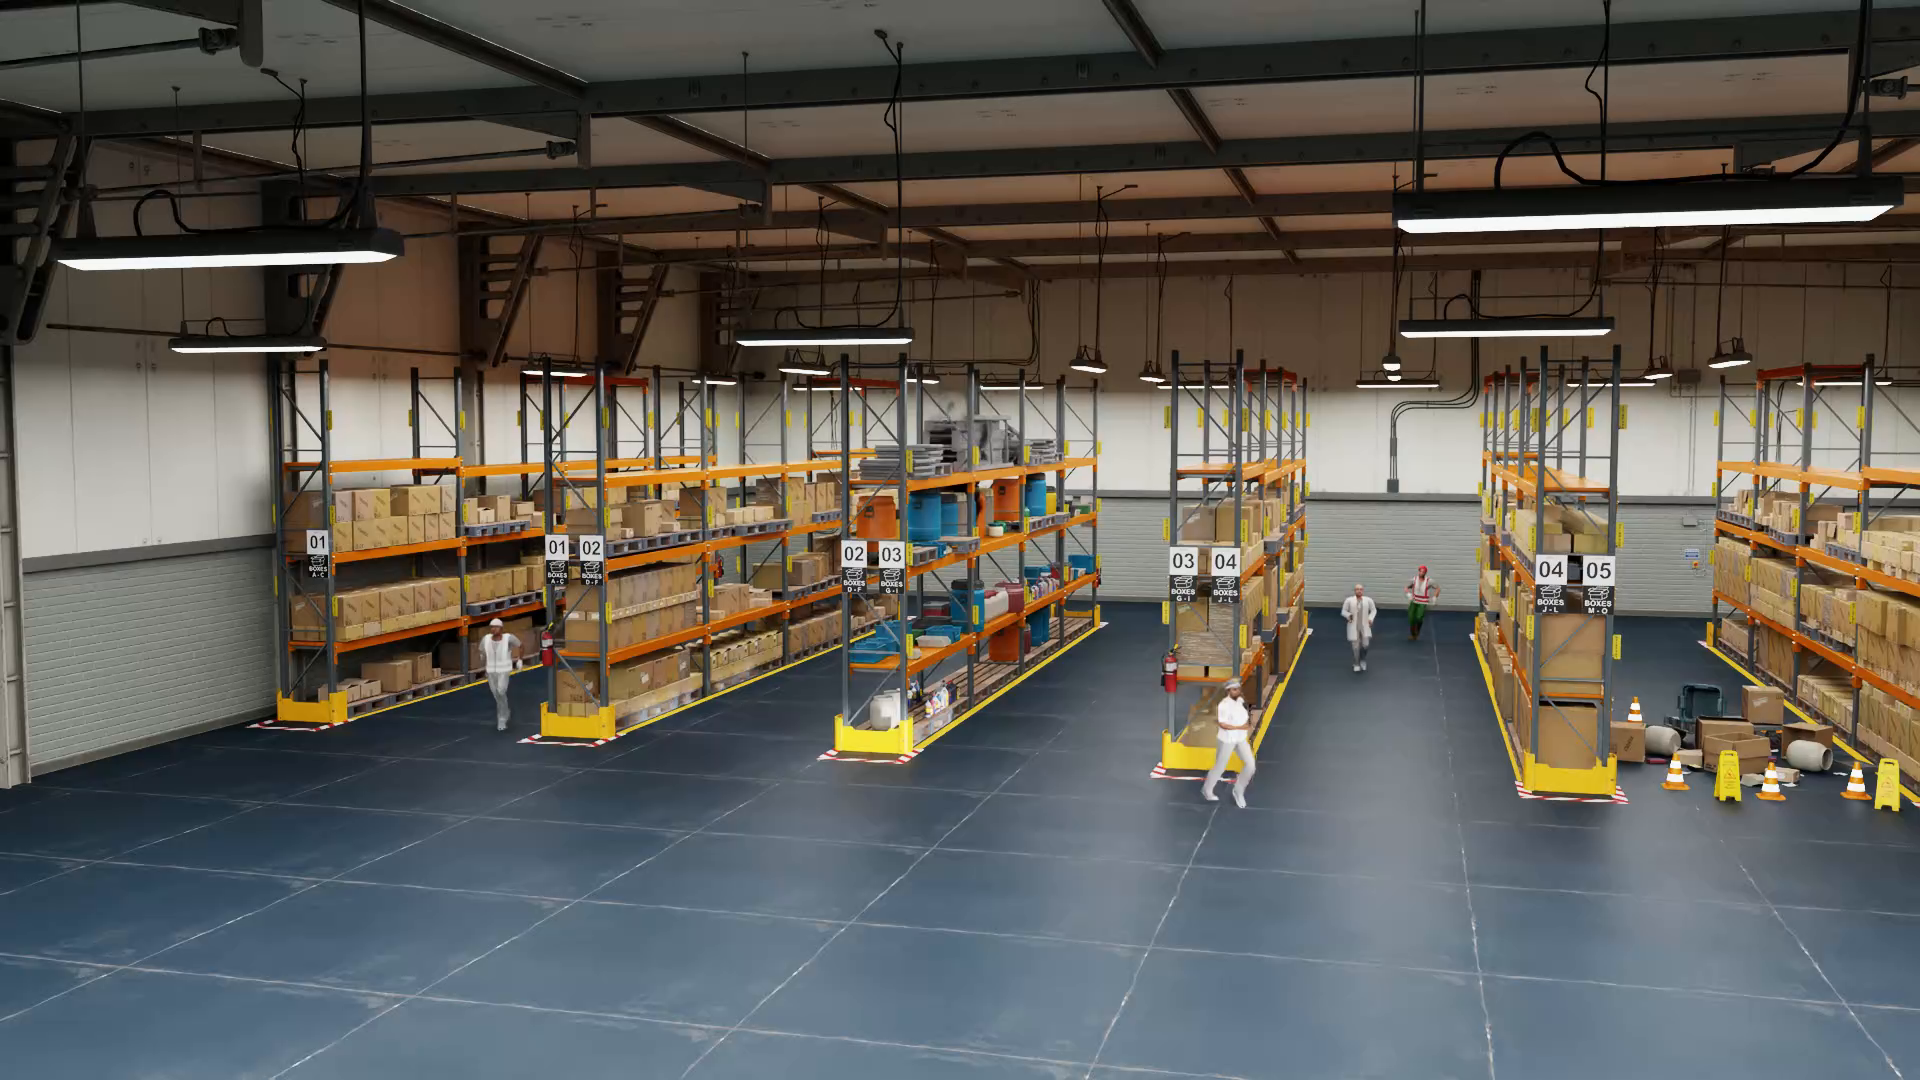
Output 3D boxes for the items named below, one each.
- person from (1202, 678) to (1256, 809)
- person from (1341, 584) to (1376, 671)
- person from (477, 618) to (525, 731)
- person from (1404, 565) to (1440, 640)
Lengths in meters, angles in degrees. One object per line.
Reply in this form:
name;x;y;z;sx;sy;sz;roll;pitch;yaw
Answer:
person;3.530;2.610;21.531;0.587;1.709;0.861;-2;5;-31
person;7.922;1.752;32.977;0.698;1.733;0.634;1;4;8
person;-7.514;2.173;27.156;0.699;1.817;0.841;1;4;8
person;10.420;1.431;37.675;0.758;1.724;0.536;2;5;29
